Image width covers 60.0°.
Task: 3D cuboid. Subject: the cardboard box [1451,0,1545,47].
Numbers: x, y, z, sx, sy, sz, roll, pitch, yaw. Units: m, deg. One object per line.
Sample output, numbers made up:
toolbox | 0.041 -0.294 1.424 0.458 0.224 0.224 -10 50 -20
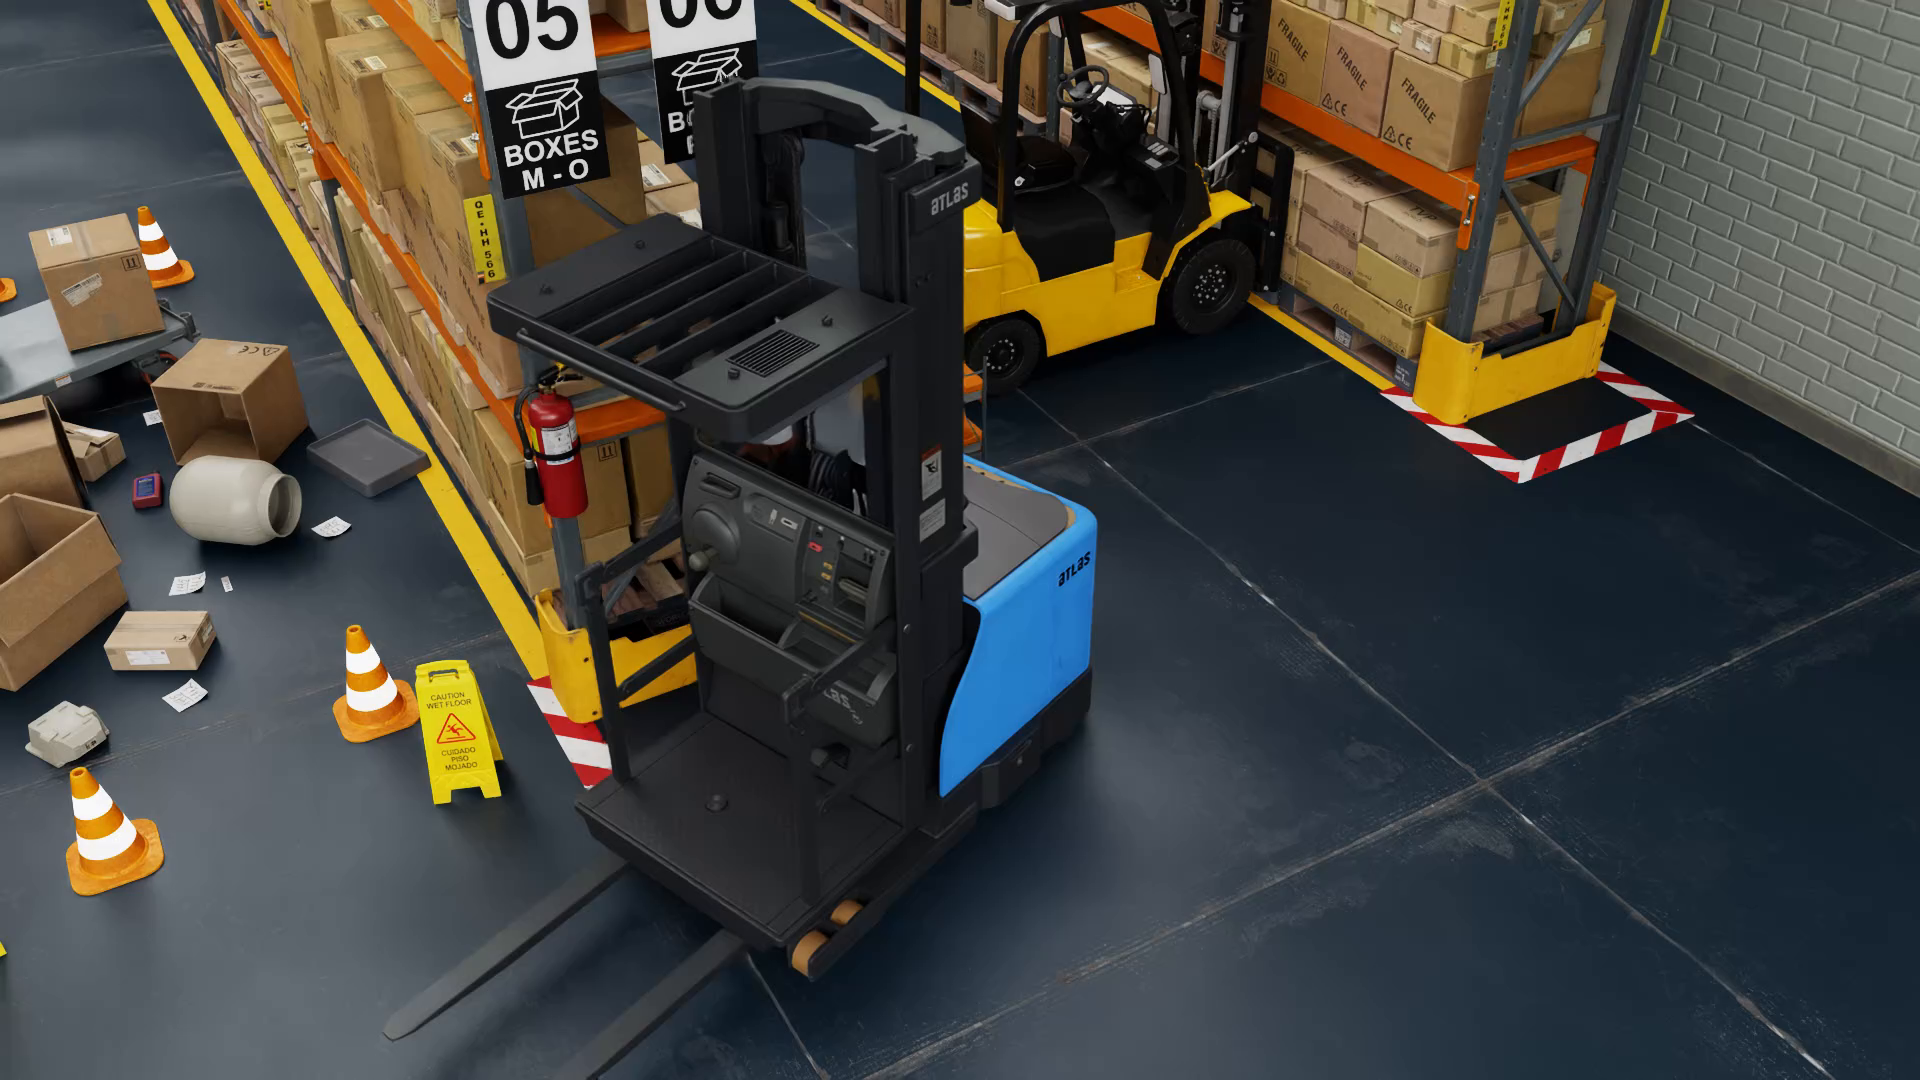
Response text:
cardboard box | 2.727 -2.643 8.439 0.380 0.149 0.250 -19 40 -24

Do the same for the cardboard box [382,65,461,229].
cardboard box | -1.894 -1.648 6.779 0.700 0.500 0.500 -19 40 -24

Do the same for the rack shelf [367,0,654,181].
rack shelf | -2.205 -2.569 7.290 1.077 0.370 4.000 -19 40 -24

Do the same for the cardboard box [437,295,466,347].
cardboard box | -2.062 -1.009 7.302 0.380 0.149 0.250 -18 40 -23

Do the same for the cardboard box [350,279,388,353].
cardboard box | -3.147 -1.346 9.525 0.500 0.250 0.500 -21 41 -26

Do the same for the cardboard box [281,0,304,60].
cardboard box | -2.939 -2.676 8.186 0.700 0.500 0.500 -19 40 -24

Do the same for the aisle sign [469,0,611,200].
aisle sign | -1.420 -1.560 5.639 0.394 0.787 0.004 -19 40 -24

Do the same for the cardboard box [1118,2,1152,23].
cardboard box | 1.353 -3.616 10.573 0.500 0.500 0.500 -18 40 -23

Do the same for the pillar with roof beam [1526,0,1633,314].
pillar with roof beam | -0.203 -3.870 5.919 9.100 9.000 0.400 -19 40 -24

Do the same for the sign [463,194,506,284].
sign | -1.690 -1.069 5.920 0.100 0.325 0.005 -19 40 -24

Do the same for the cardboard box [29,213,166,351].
cardboard box | -4.734 -1.421 9.130 0.500 0.500 0.500 -19 40 -24

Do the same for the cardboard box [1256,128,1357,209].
cardboard box | 2.065 -2.219 9.872 0.500 0.250 0.500 -18 40 -23

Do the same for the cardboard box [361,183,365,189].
cardboard box | -2.904 -1.934 8.568 0.380 0.149 0.250 -18 40 -23

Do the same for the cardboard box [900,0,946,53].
cardboard box | 0.045 -4.395 13.381 0.875 0.625 0.625 -21 41 -26

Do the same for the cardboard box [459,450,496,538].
cardboard box | -2.093 -0.286 8.074 0.500 0.250 0.500 -19 40 -24

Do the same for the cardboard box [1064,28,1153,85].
cardboard box | 1.051 -3.264 11.303 0.500 0.250 0.500 -20 40 -25

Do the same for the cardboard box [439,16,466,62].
cardboard box | -1.622 -1.837 5.891 0.380 0.149 0.250 -19 40 -24

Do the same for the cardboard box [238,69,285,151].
cardboard box | -4.567 -3.151 11.893 0.950 0.372 0.625 -20 41 -25

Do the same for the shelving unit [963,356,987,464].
shelving unit | -0.027 -0.451 7.978 0.215 1.050 0.252 -19 40 -24

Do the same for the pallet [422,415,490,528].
pallet | -2.225 -0.587 8.874 1.003 0.211 1.213 -19 40 -24

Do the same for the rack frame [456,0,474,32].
rack frame | -1.201 -3.050 4.797 1.000 3.000 0.127 -19 40 -24

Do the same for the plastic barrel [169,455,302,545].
plastic barrel | -3.547 -0.192 8.154 0.512 0.421 0.421 6 37 8

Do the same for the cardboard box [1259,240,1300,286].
cardboard box | 2.095 -1.820 10.174 0.500 0.250 0.500 -18 40 -23

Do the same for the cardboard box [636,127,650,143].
cardboard box | -1.719 -1.635 7.608 0.500 0.500 0.500 -20 41 -25

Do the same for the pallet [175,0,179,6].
pallet | -6.777 -5.250 15.259 1.003 0.211 1.213 -19 40 -24

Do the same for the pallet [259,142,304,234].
pallet | -4.220 -2.561 11.578 1.003 0.211 1.213 -19 40 -24

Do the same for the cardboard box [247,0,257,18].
cardboard box | -4.116 -3.306 10.090 0.380 0.149 0.250 -19 40 -24

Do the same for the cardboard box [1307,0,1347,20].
cardboard box | 2.152 -3.021 9.208 0.380 0.149 0.250 -20 41 -25

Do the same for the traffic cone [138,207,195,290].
traffic cone | -5.044 -1.861 10.405 0.336 0.463 0.334 -19 40 -24

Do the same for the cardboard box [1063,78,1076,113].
cardboard box | 1.056 -3.063 11.452 0.500 0.250 0.500 -19 40 -24

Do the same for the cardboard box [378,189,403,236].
cardboard box | -2.446 -1.760 7.780 0.500 0.500 0.500 -18 40 -23

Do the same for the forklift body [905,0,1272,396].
forklift body | 0.559 -2.184 9.417 2.313 2.155 1.214 -19 40 -24

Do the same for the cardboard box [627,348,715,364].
cardboard box | -1.192 -0.761 6.962 0.380 0.149 0.250 -19 40 -24

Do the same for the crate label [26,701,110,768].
crate label | -3.769 0.811 7.024 0.298 0.136 0.250 19 40 24

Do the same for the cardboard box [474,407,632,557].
cardboard box | -1.828 -0.321 7.486 0.500 0.500 0.500 -19 40 -24

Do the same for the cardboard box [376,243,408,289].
cardboard box | -2.739 -1.431 8.456 0.380 0.149 0.250 -17 39 -21

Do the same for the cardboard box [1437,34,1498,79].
cardboard box | 2.673 -2.497 8.490 0.380 0.149 0.250 -18 40 -23

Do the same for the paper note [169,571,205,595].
paper note | -3.694 0.206 7.952 0.148 0.019 0.142 -6 37 -8

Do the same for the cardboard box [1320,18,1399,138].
cardboard box | 2.362 -2.581 9.156 0.500 0.500 0.500 -18 40 -23

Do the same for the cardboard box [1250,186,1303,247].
cardboard box | 2.054 -2.033 10.042 0.500 0.250 0.500 -20 41 -25

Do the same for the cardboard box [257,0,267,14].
cardboard box | -3.891 -3.418 9.693 0.500 0.500 0.500 -19 40 -24

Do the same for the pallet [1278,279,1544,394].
pallet | 2.669 -1.352 9.922 1.003 0.211 1.213 -19 40 -24

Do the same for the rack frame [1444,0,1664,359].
rack frame | 3.089 -2.101 8.583 1.000 3.000 0.127 -19 40 -24

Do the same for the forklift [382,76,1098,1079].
forklift | -0.747 0.077 5.660 1.130 2.935 3.031 25 43 30

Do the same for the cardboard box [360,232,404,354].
cardboard box | -2.868 -1.379 8.935 0.500 0.500 0.500 -17 40 -22
